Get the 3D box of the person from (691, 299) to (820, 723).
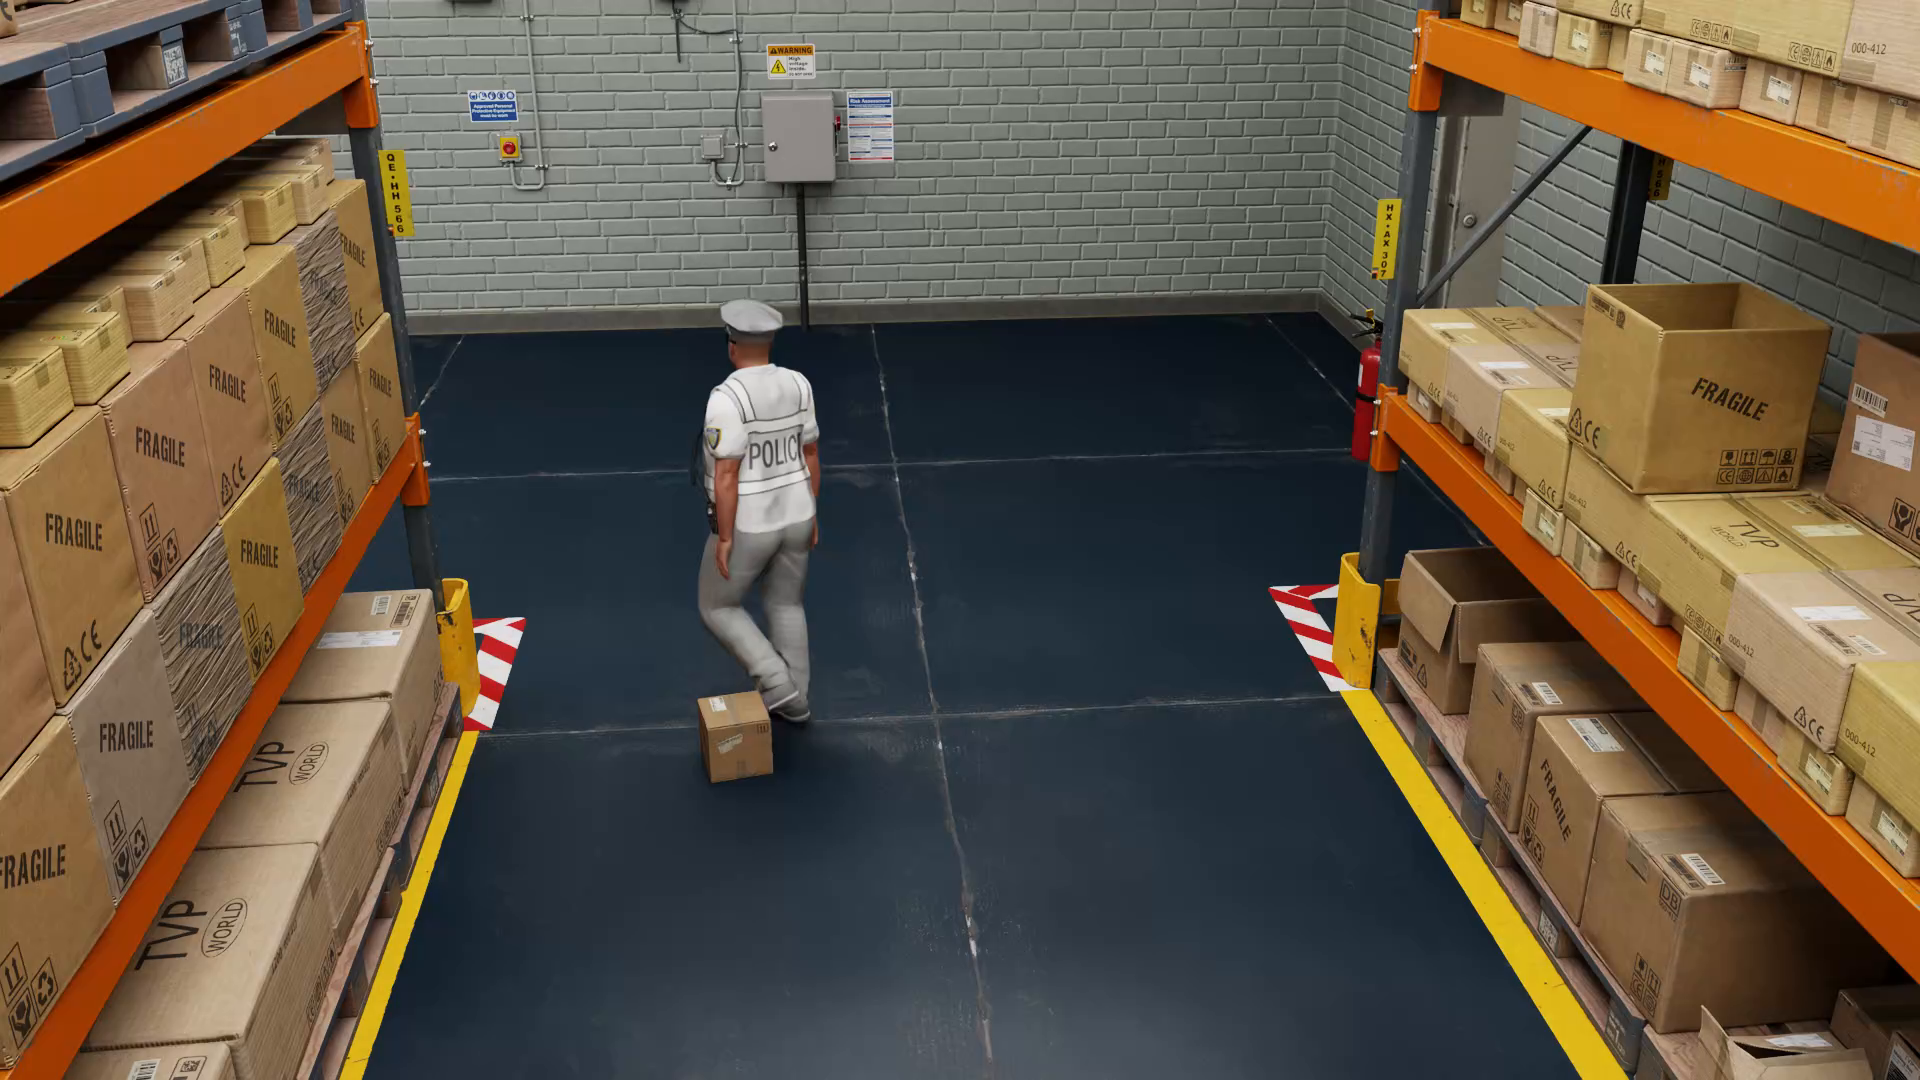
[{"bbox_3d":[-0.770,-0.062,6.704,0.518,1.748,0.595,22,32,40],"label":"person"}]
